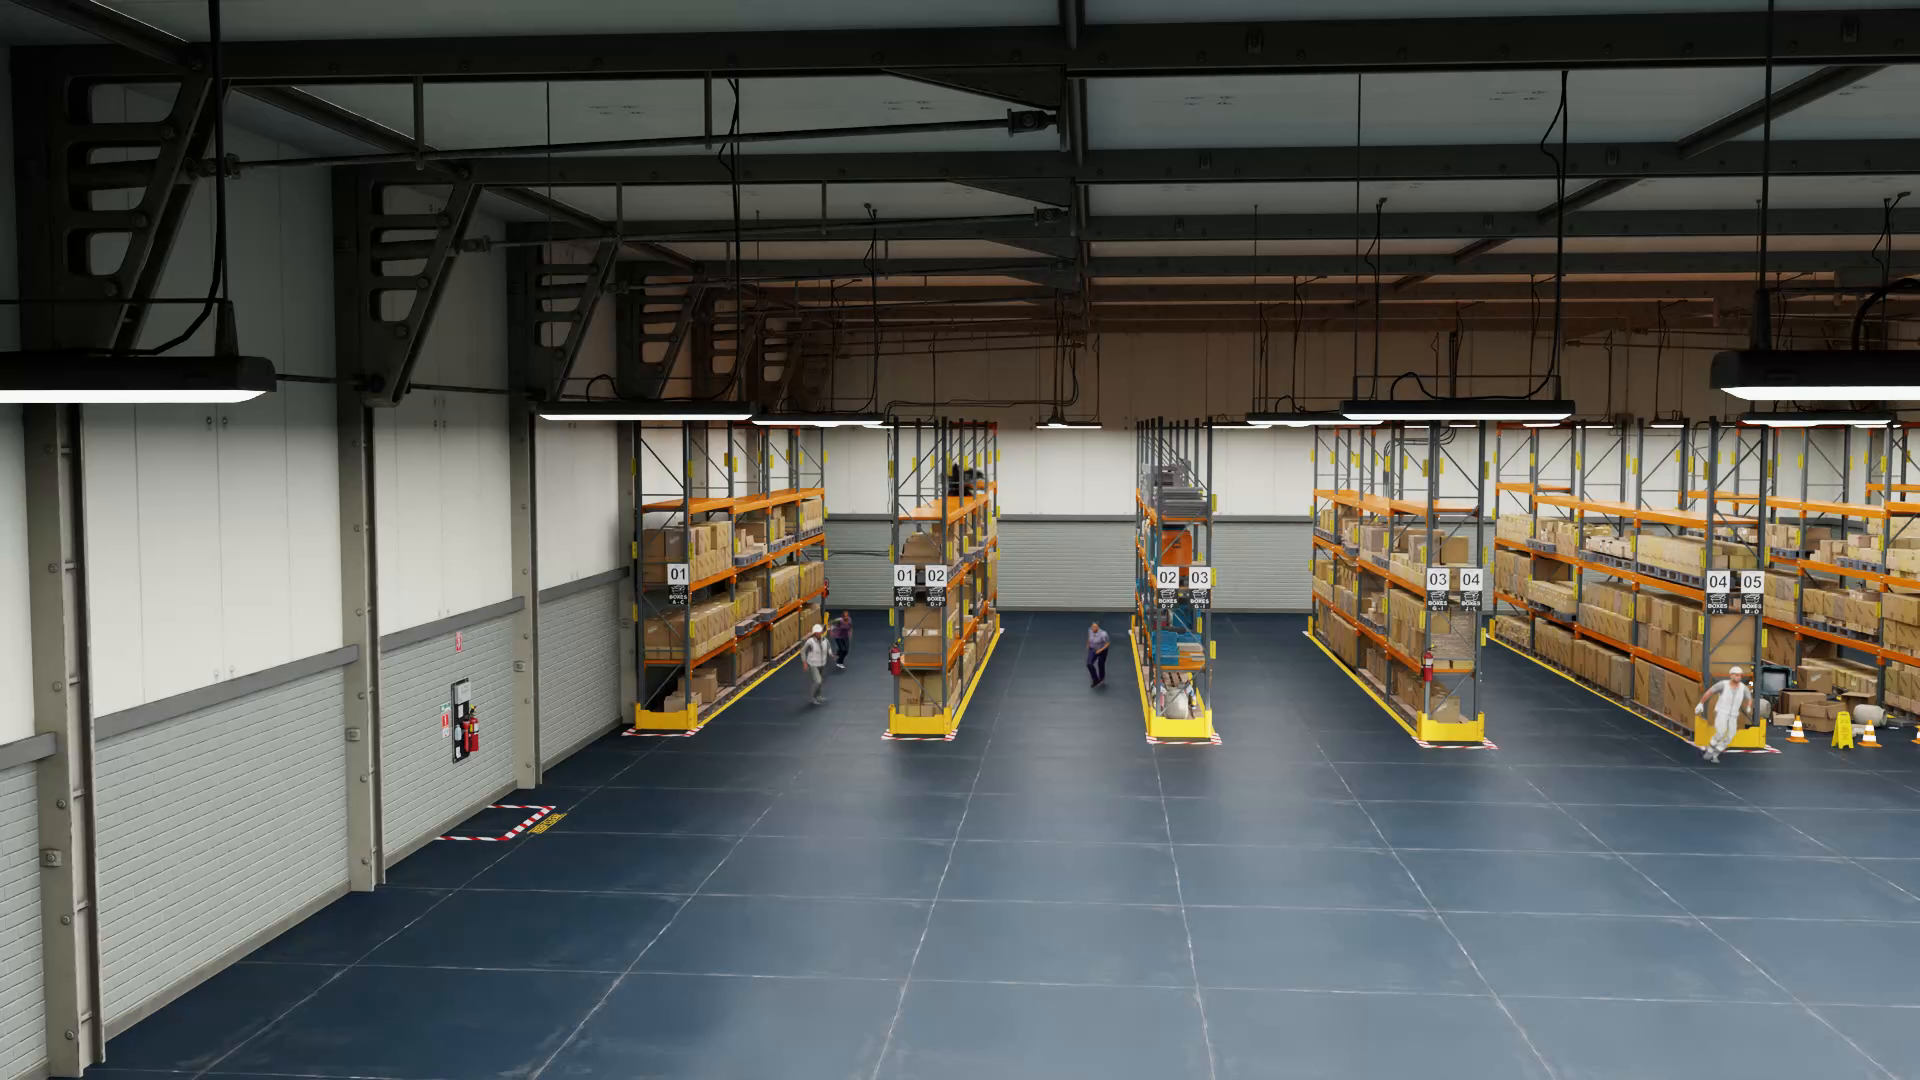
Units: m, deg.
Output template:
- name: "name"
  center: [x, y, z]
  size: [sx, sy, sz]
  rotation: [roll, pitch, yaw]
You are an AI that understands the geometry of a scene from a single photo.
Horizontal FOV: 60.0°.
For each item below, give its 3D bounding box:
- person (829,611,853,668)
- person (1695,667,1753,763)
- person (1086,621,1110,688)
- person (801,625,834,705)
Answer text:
- name: "person"
  center: [-2.863, 2.403, 40.106]
  size: [0.569, 1.418, 0.736]
  rotation: [-1, 4, -21]
- name: "person"
  center: [13.235, 3.027, 28.653]
  size: [0.858, 1.702, 0.669]
  rotation: [0, 4, -5]
- name: "person"
  center: [3.136, 2.536, 37.442]
  size: [0.602, 1.478, 0.994]
  rotation: [1, 4, 21]
- name: "person"
  center: [-2.965, 2.623, 34.934]
  size: [0.838, 1.739, 0.667]
  rotation: [3, 5, 43]
